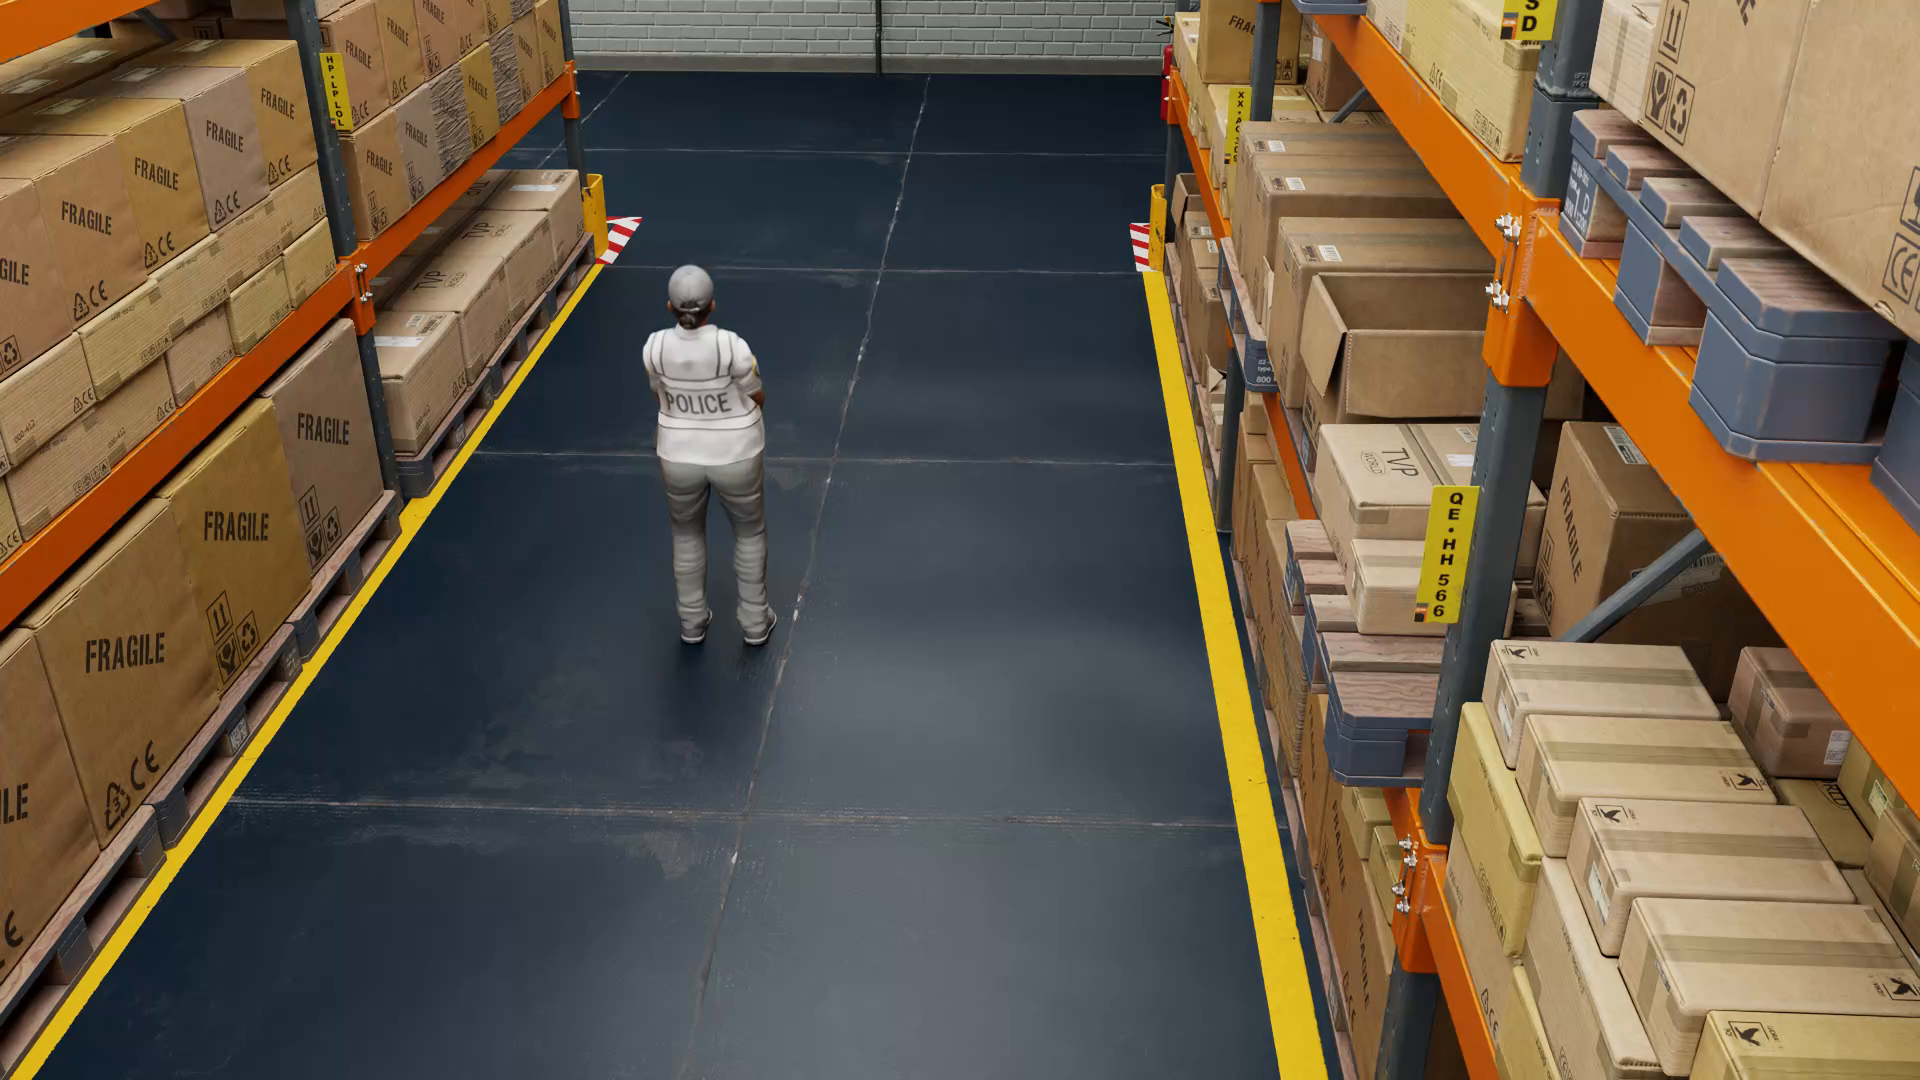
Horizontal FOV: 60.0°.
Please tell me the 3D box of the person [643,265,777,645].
[{"bbox_3d":[-1.009,-0.364,6.812,0.454,1.655,0.535,2,28,3],"label":"person"}]
